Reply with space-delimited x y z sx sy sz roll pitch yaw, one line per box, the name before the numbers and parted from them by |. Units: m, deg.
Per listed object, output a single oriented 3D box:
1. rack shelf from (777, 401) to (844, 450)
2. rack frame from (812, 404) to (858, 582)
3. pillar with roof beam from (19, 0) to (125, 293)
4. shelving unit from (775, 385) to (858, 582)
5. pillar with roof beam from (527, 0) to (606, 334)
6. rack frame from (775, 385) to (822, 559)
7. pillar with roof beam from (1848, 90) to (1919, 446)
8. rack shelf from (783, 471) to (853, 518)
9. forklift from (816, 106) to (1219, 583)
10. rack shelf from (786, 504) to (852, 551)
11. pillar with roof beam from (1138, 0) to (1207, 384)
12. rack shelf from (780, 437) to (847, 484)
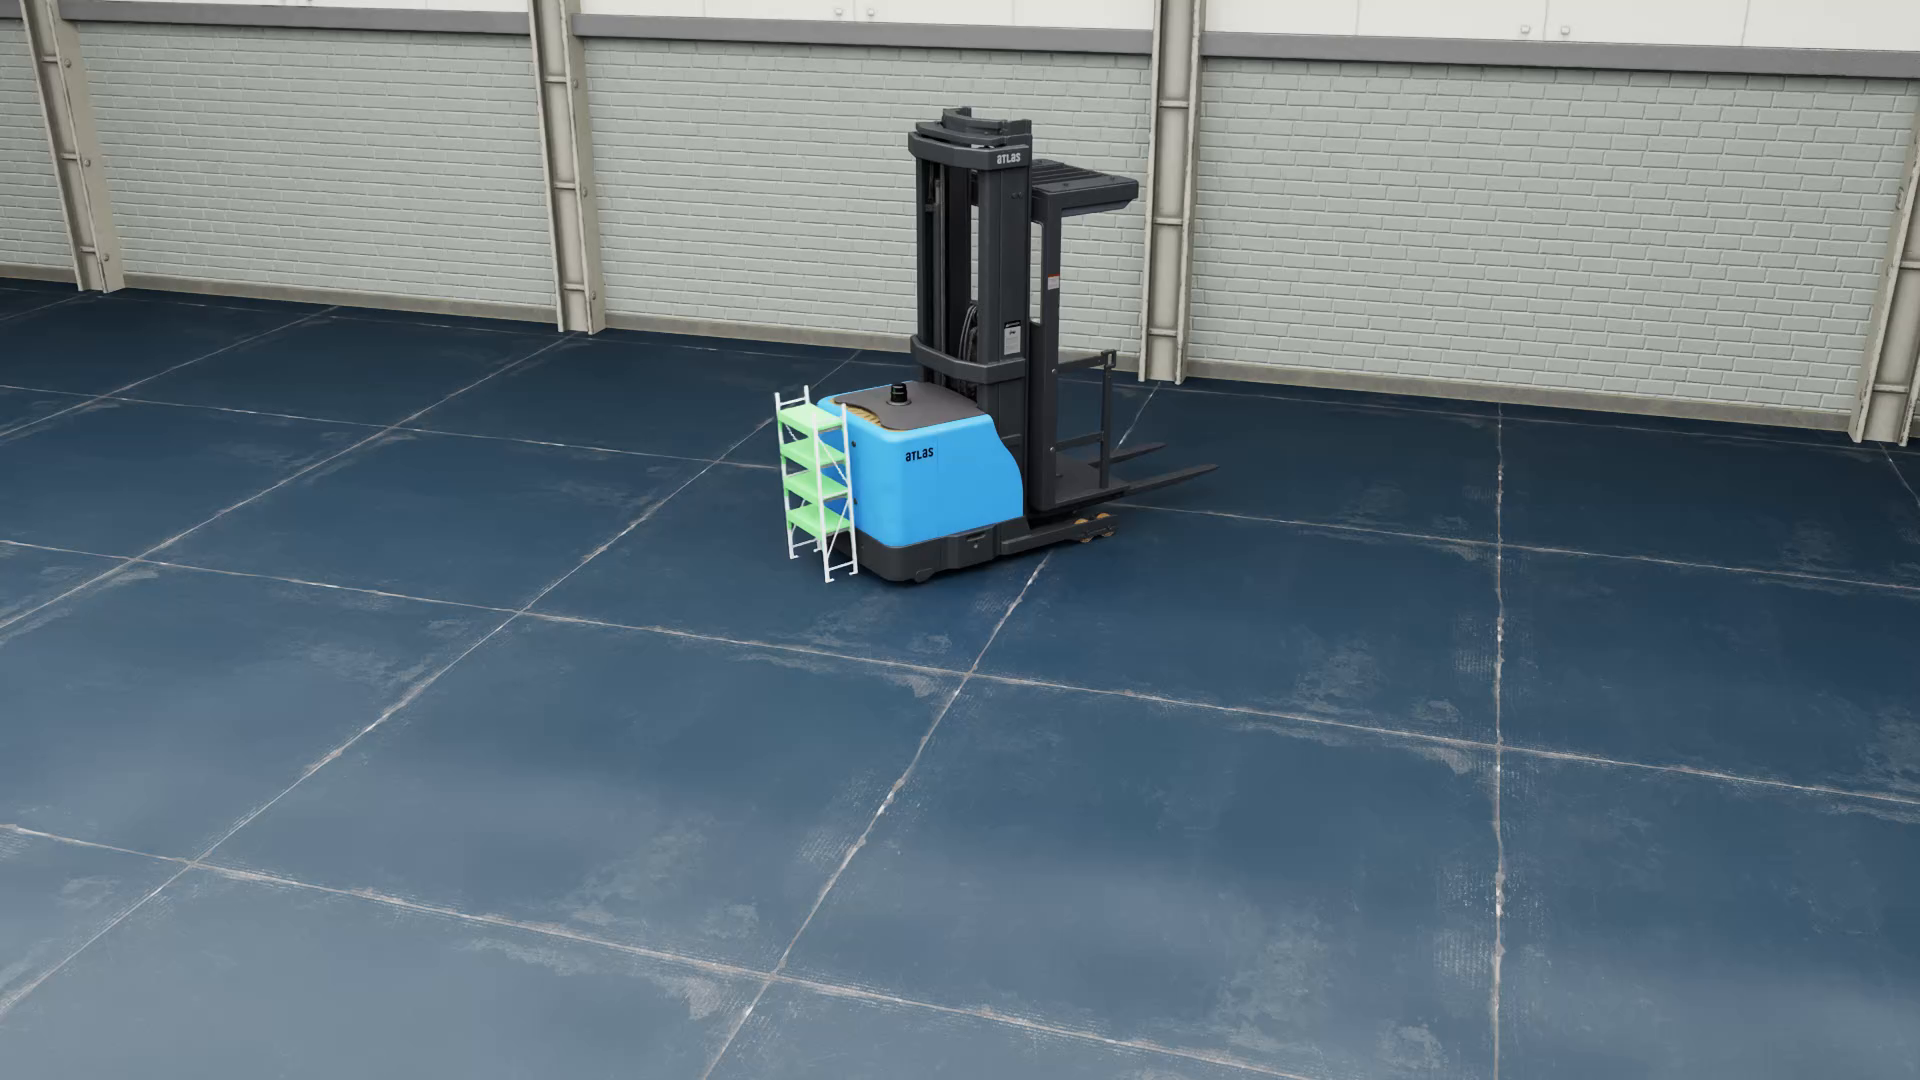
rack shelf | -0.972 -0.754 10.916 0.258 0.148 0.480 -18 28 -30
rack frame | -0.817 -0.298 10.898 0.240 1.200 0.015 -18 28 -30
pillar with roof beam | -10.852 -5.418 13.121 0.400 9.000 9.100 7 23 16
shelving unit | -0.954 -0.374 11.084 0.258 1.200 0.503 -18 28 -30
pillar with roof beam | -5.108 -4.760 11.517 0.400 9.000 9.100 7 23 16
rack frame | -1.092 -0.451 11.271 0.240 1.200 0.015 -18 28 -30
pillar with roof beam | 6.380 -3.445 8.310 0.400 9.000 9.100 7 23 16
rack shelf | -0.952 -0.316 11.110 0.258 0.148 0.480 -18 28 -30
forklift | 0.517 -1.489 11.538 3.031 2.935 1.130 -14 26 -31
rack shelf | -0.942 -0.097 11.207 0.258 0.148 0.480 -18 28 -30
pillar with roof beam | 0.636 -4.102 9.914 0.400 9.000 9.100 7 23 16
rack shelf | -0.962 -0.535 11.013 0.258 0.148 0.480 -18 28 -30
